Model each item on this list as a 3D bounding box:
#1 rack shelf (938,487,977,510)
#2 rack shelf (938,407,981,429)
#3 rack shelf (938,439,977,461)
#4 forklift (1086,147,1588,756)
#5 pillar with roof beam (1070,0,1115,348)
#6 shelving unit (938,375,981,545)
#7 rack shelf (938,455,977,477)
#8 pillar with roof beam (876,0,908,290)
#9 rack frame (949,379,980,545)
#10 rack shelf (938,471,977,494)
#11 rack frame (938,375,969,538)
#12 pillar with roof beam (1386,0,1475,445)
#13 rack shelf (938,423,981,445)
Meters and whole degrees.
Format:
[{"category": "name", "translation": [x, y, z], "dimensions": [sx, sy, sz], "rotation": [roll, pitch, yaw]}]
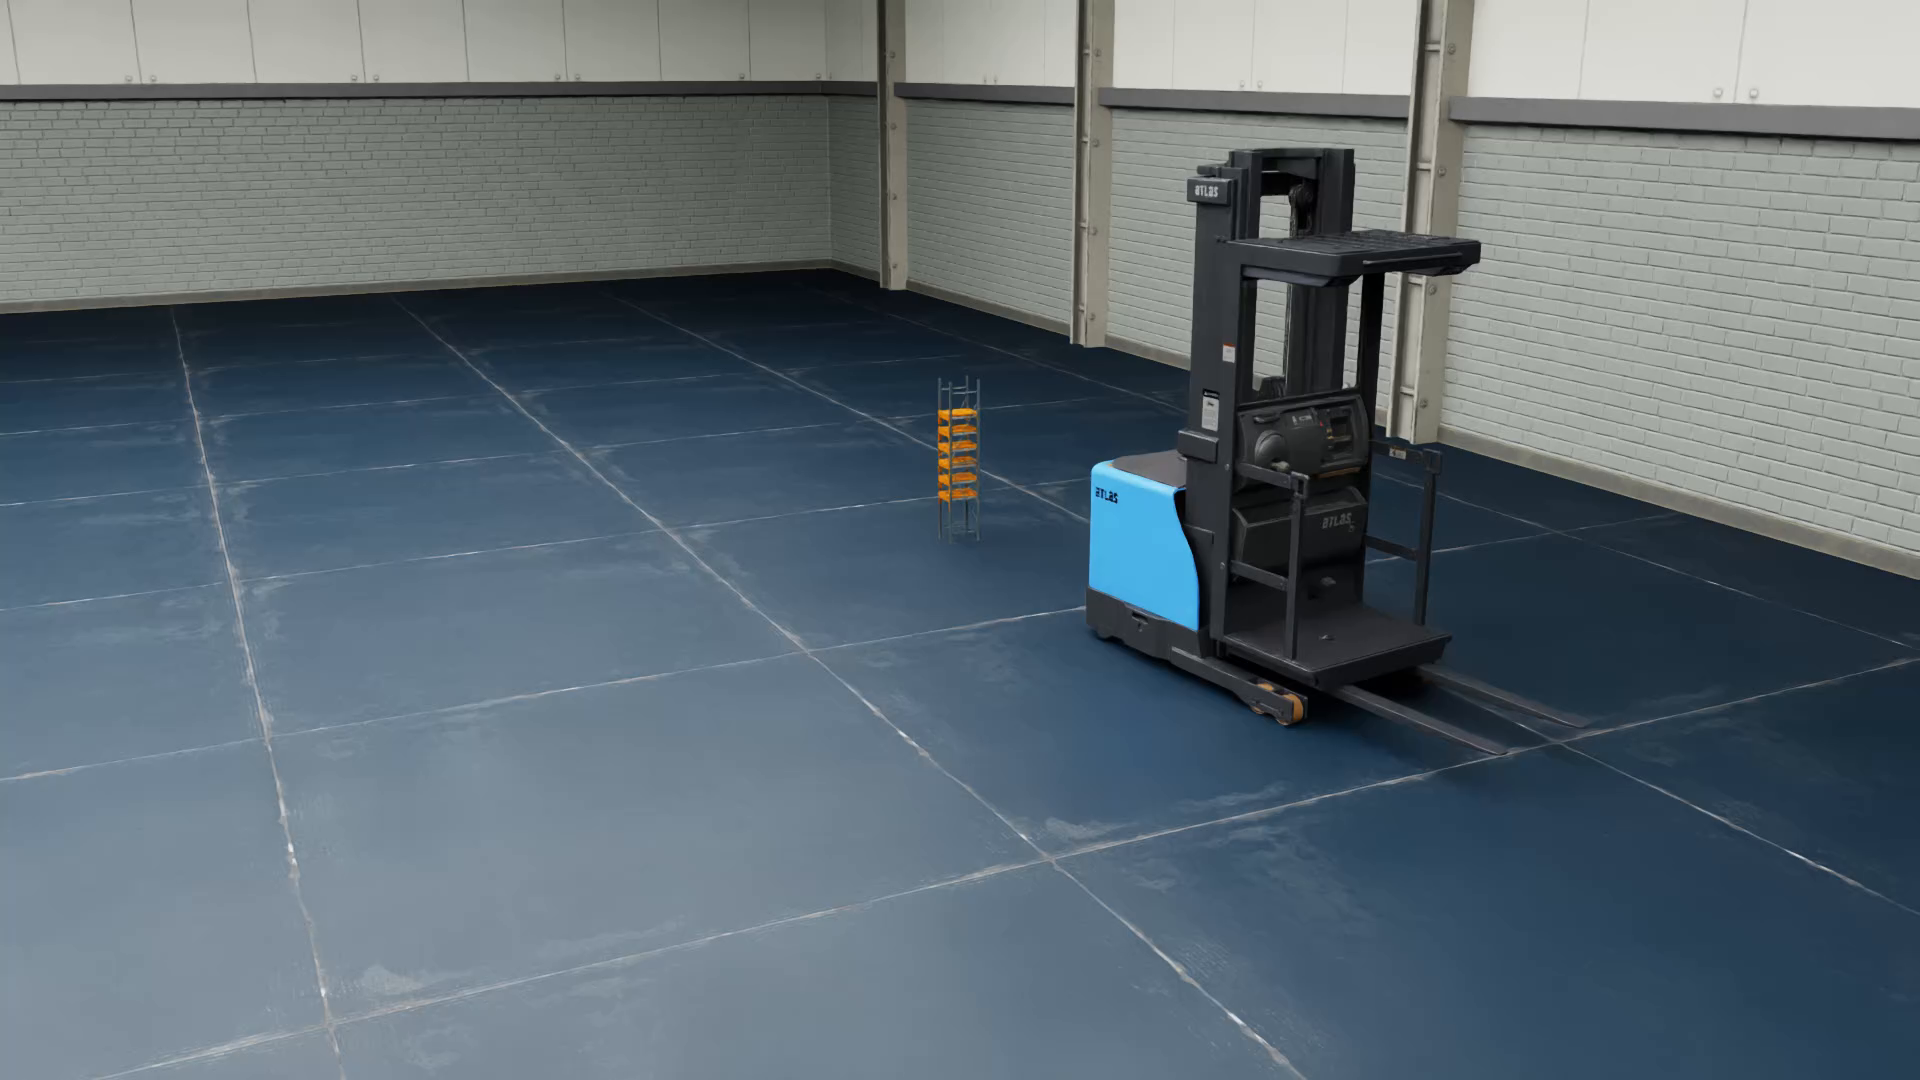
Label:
[{"category": "rack shelf", "translation": [-0.006, -0.307, 12.176], "dimensions": [0.258, 0.103, 0.180], "rotation": [-8, 18, -25]}, {"category": "rack shelf", "translation": [-0.006, -0.884, 12.011], "dimensions": [0.258, 0.103, 0.180], "rotation": [-8, 18, -25]}, {"category": "rack shelf", "translation": [-0.006, -0.653, 12.077], "dimensions": [0.258, 0.103, 0.180], "rotation": [-8, 18, -25]}, {"category": "forklift", "translation": [2.005, -0.574, 8.937], "dimensions": [1.130, 2.935, 3.031], "rotation": [-10, 19, -32]}, {"category": "pillar with roof beam", "translation": [-2.270, -6.239, 17.676], "dimensions": [9.100, 9.000, 0.400], "rotation": [-8, 18, -25]}, {"category": "shelving unit", "translation": [-0.006, -0.580, 12.098], "dimensions": [0.258, 1.200, 0.189], "rotation": [-8, 18, -25]}, {"category": "rack shelf", "translation": [-0.006, -0.538, 12.110], "dimensions": [0.258, 0.103, 0.180], "rotation": [-8, 18, -25]}, {"category": "pillar with roof beam", "translation": [-4.899, -7.726, 22.861], "dimensions": [9.100, 9.000, 0.400], "rotation": [-8, 18, -25]}, {"category": "rack frame", "translation": [0.034, -0.558, 12.019], "dimensions": [0.240, 1.200, 0.006], "rotation": [-8, 18, -25]}, {"category": "rack shelf", "translation": [-0.006, -0.422, 12.143], "dimensions": [0.258, 0.103, 0.180], "rotation": [-8, 18, -25]}, {"category": "rack frame", "translation": [-0.046, -0.603, 12.177], "dimensions": [0.240, 1.200, 0.006], "rotation": [-8, 18, -25]}, {"category": "pillar with roof beam", "translation": [0.358, -4.751, 12.492], "dimensions": [9.100, 9.000, 0.400], "rotation": [-8, 18, -25]}, {"category": "rack shelf", "translation": [-0.006, -0.768, 12.044], "dimensions": [0.258, 0.103, 0.180], "rotation": [-8, 18, -25]}]
